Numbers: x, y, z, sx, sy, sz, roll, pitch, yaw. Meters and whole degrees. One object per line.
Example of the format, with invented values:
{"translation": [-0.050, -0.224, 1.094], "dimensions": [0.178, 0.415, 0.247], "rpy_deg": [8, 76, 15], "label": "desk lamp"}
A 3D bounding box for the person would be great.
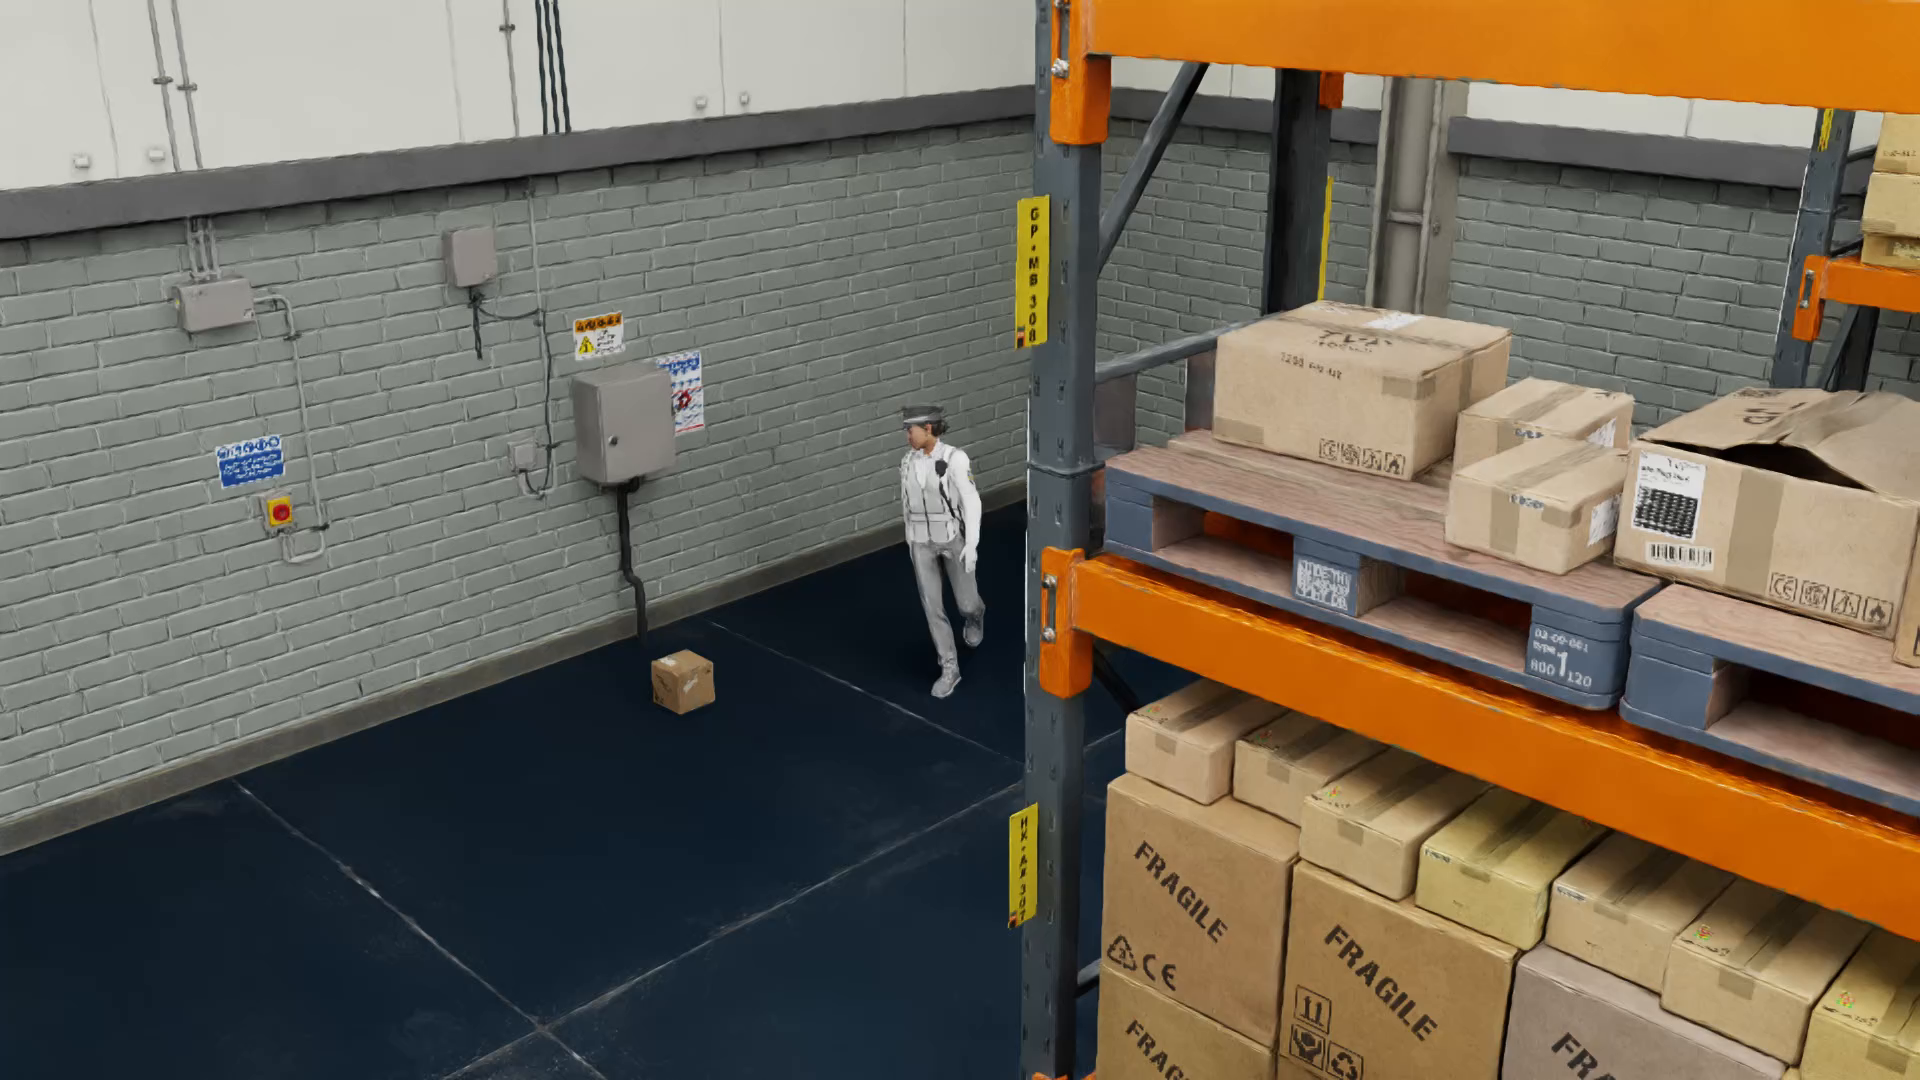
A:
{"translation": [-0.111, 0.124, 9.621], "dimensions": [0.525, 1.392, 0.719], "rpy_deg": [8, 22, 20], "label": "person"}
